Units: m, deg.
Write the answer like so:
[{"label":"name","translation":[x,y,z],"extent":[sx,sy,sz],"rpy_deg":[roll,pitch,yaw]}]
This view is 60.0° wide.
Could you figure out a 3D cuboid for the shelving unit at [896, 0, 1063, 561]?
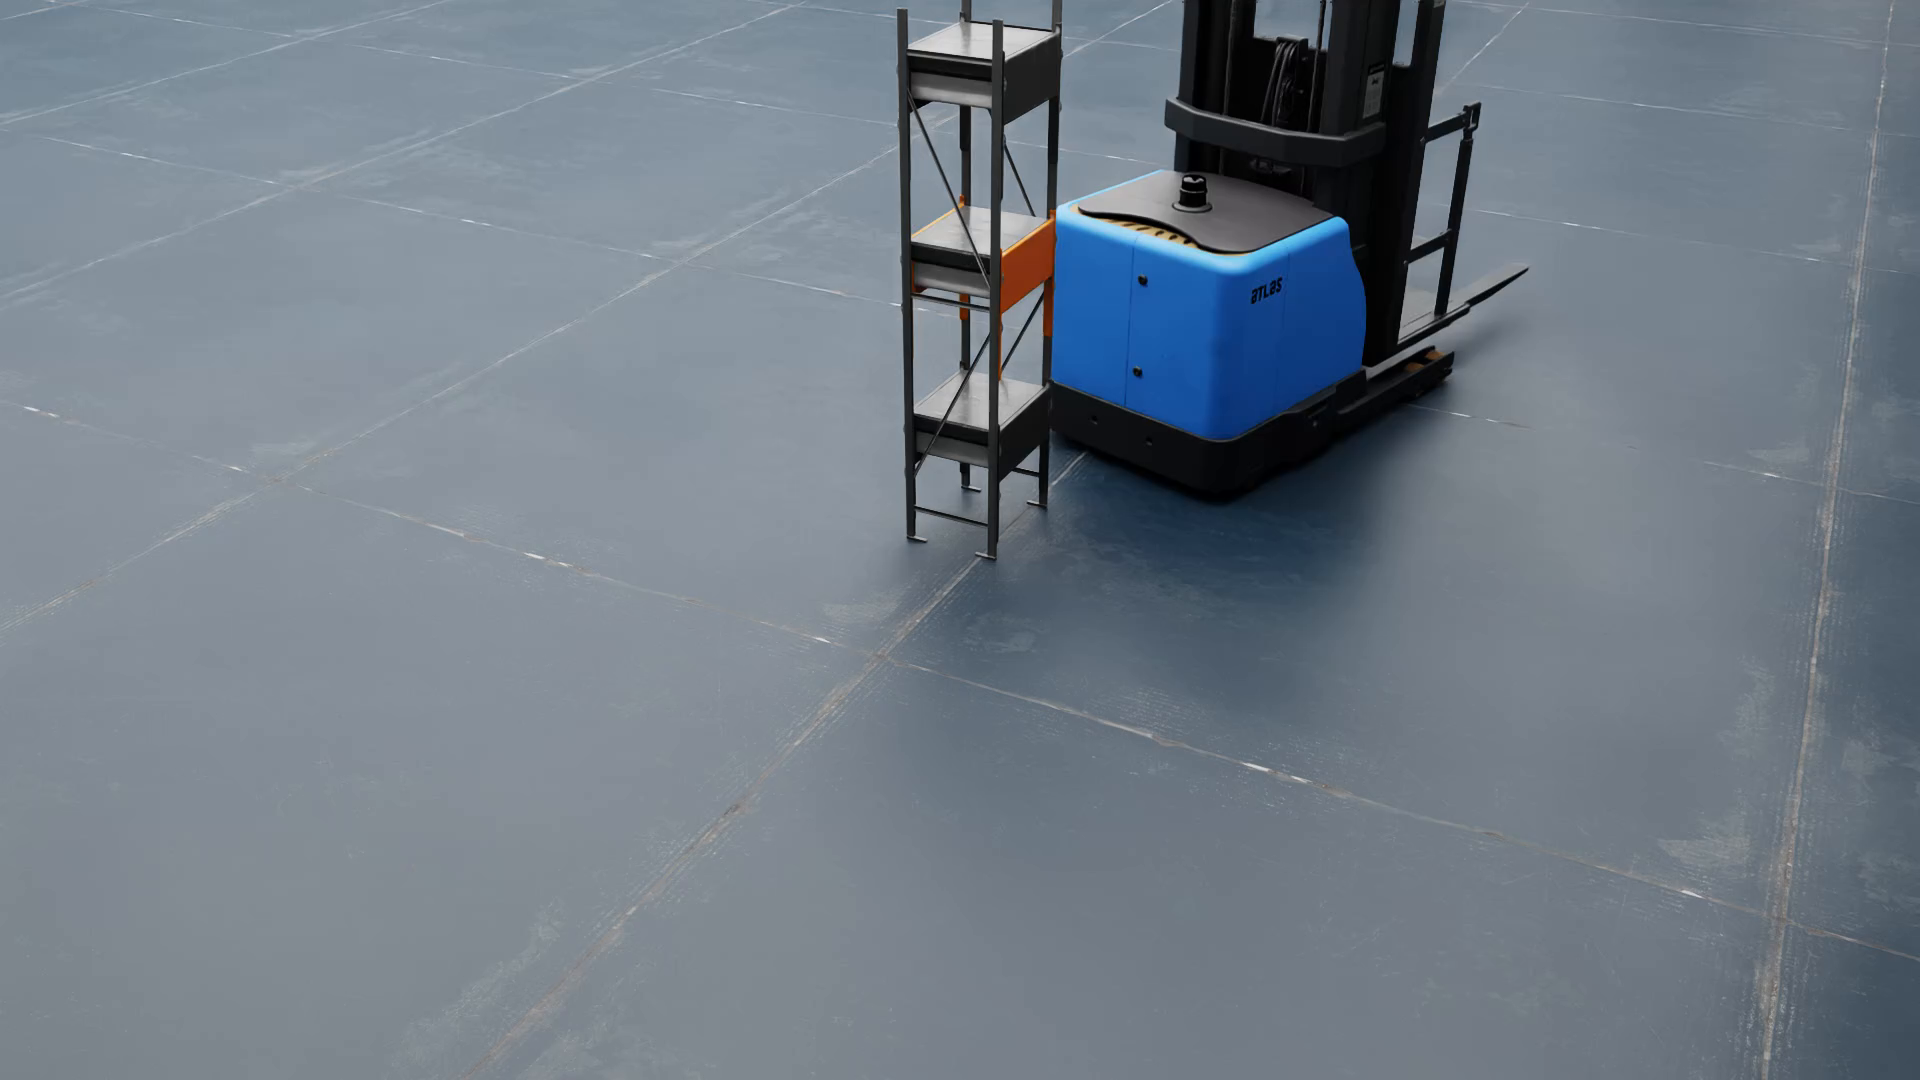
[{"label":"shelving unit","translation":[0.075,-0.984,6.355],"extent":[0.431,2.100,0.503],"rpy_deg":[14,33,23]}]

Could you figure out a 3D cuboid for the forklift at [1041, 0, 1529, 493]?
[{"label":"forklift","translation":[1.743,-2.109,7.479],"extent":[1.130,2.935,3.031],"rpy_deg":[25,38,37]}]

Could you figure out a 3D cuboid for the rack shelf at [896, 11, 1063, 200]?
[{"label":"rack shelf","translation":[0.075,-1.579,6.013],"extent":[0.431,0.518,0.480],"rpy_deg":[14,33,23]}]

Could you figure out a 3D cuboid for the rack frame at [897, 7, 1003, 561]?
[{"label":"rack frame","translation":[-0.036,-0.876,6.167],"extent":[0.400,2.100,0.015],"rpy_deg":[14,33,23]}]

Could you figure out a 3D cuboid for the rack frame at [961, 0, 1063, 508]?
[{"label":"rack frame","translation":[0.187,-1.092,6.543],"extent":[0.400,2.100,0.015],"rpy_deg":[14,33,23]}]

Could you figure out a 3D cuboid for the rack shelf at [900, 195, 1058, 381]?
[{"label":"rack shelf","translation":[0.075,-0.972,6.362],"extent":[0.431,0.518,0.480],"rpy_deg":[14,33,23]}]

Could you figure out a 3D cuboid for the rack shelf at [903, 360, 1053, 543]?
[{"label":"rack shelf","translation":[0.075,-0.365,6.710],"extent":[0.431,0.518,0.480],"rpy_deg":[14,33,23]}]
